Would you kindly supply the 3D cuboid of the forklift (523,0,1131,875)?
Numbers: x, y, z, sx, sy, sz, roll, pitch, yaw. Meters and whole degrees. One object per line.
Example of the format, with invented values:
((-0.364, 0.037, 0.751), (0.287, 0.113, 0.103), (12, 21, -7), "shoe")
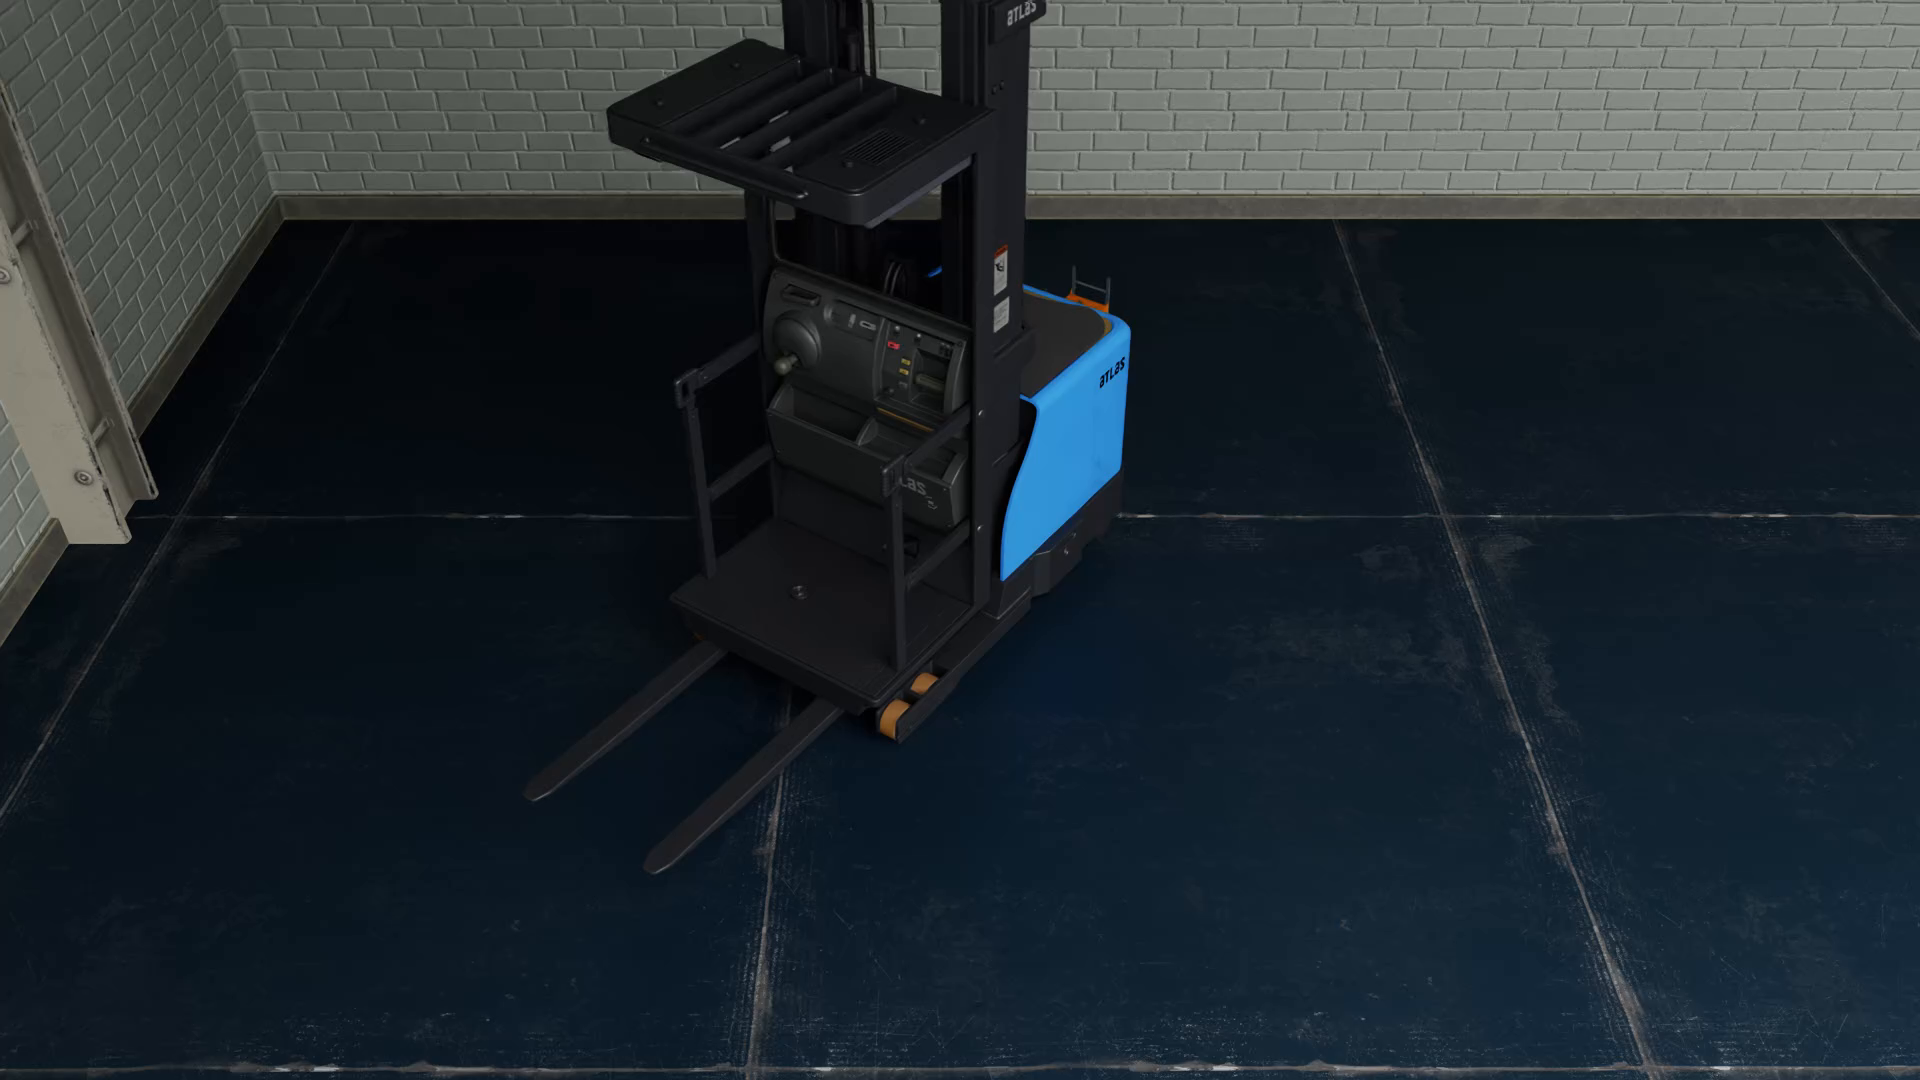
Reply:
((-0.496, -0.676, 6.250), (1.130, 2.935, 3.031), (24, 44, 27), "forklift")

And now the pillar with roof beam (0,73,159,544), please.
((0.281, -3.622, 5.074), (9.100, 9.000, 0.400), (0, 39, 0), "pillar with roof beam")

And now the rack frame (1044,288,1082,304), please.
((0.461, -0.688, 7.769), (0.200, 1.050, 0.008), (24, 44, 27), "rack frame")

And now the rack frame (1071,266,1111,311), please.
((0.600, -0.813, 7.925), (0.200, 1.050, 0.008), (24, 44, 27), "rack frame")

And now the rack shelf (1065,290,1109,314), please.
((0.530, -0.964, 7.676), (0.215, 0.259, 0.240), (24, 44, 27), "rack shelf")

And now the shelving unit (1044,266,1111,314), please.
((0.530, -0.751, 7.847), (0.215, 1.050, 0.252), (24, 44, 27), "shelving unit")
